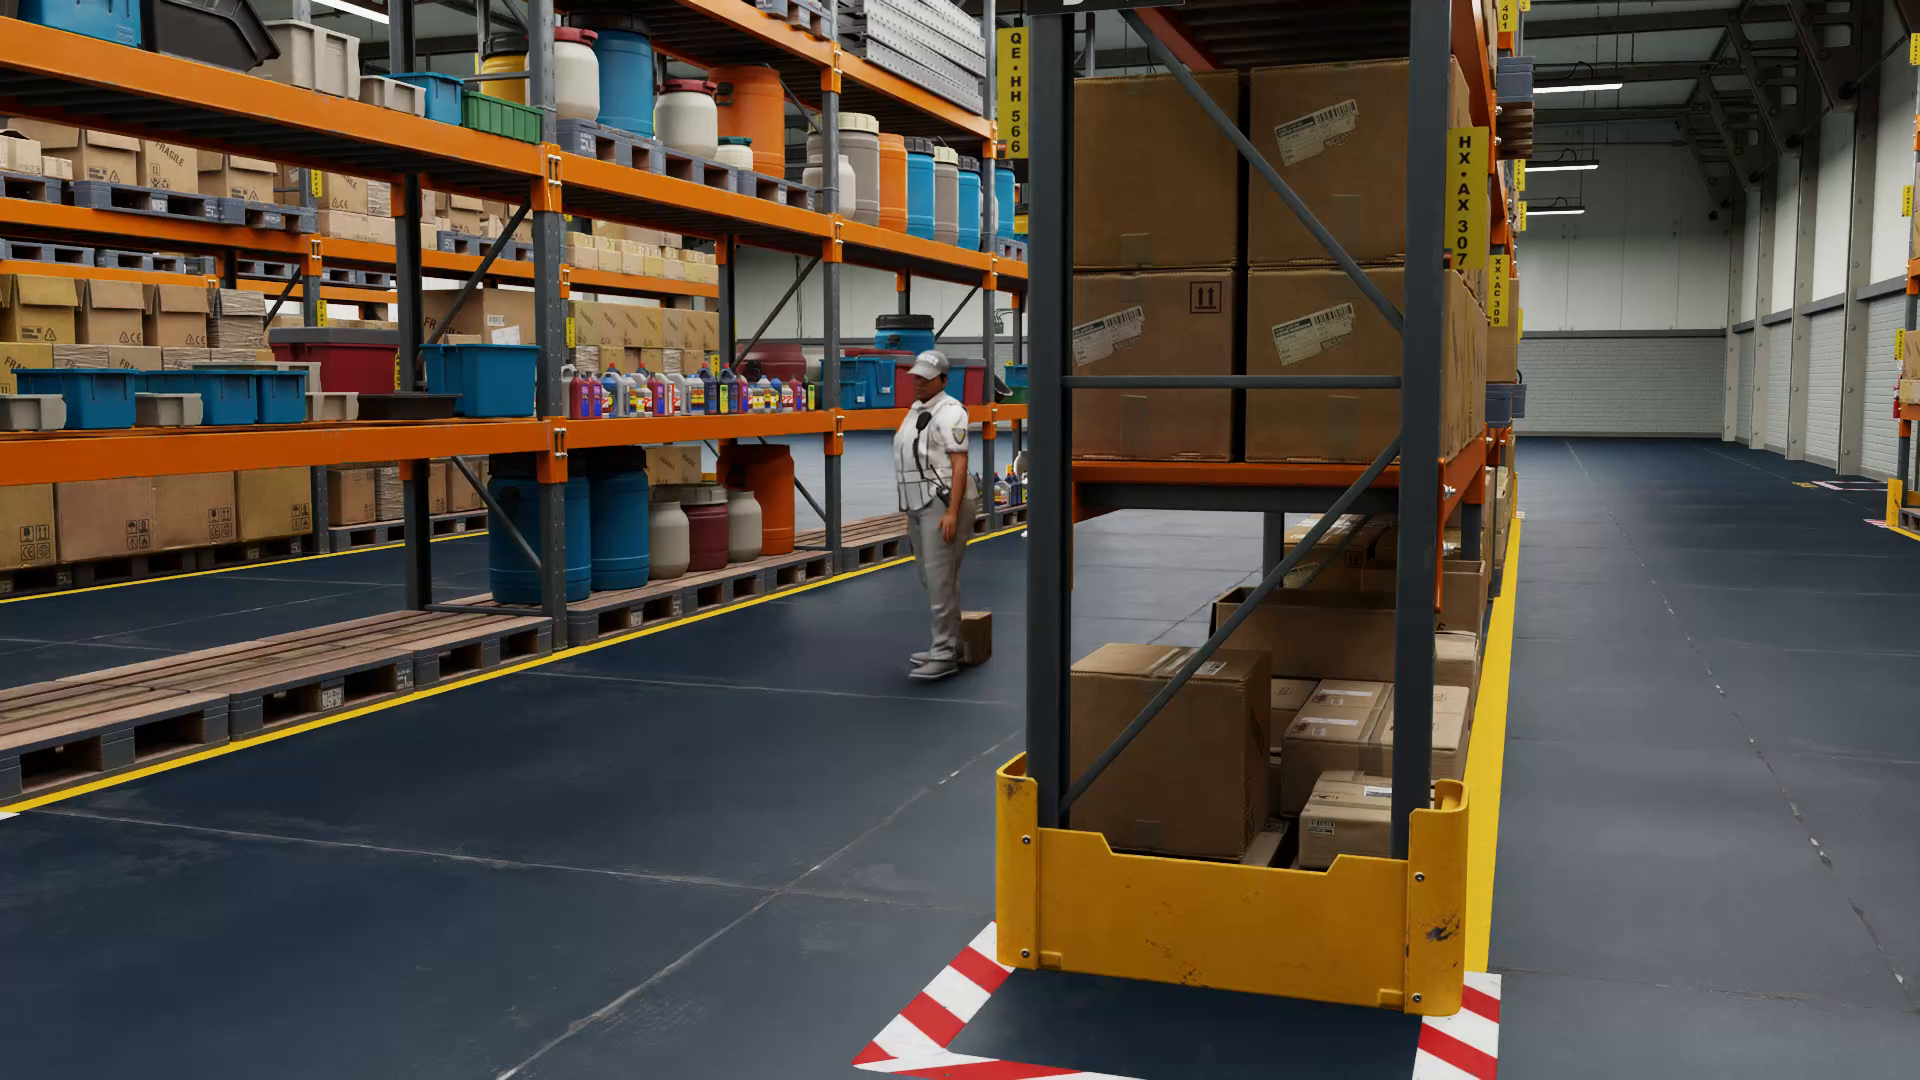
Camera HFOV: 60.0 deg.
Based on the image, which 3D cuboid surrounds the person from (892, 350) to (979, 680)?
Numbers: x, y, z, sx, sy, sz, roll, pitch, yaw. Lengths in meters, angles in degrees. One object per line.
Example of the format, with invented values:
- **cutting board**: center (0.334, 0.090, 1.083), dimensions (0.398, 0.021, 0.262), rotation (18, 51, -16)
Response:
- **person**: center (-0.139, -0.146, 8.593), dimensions (0.451, 1.661, 0.543), rotation (-2, 6, -24)
